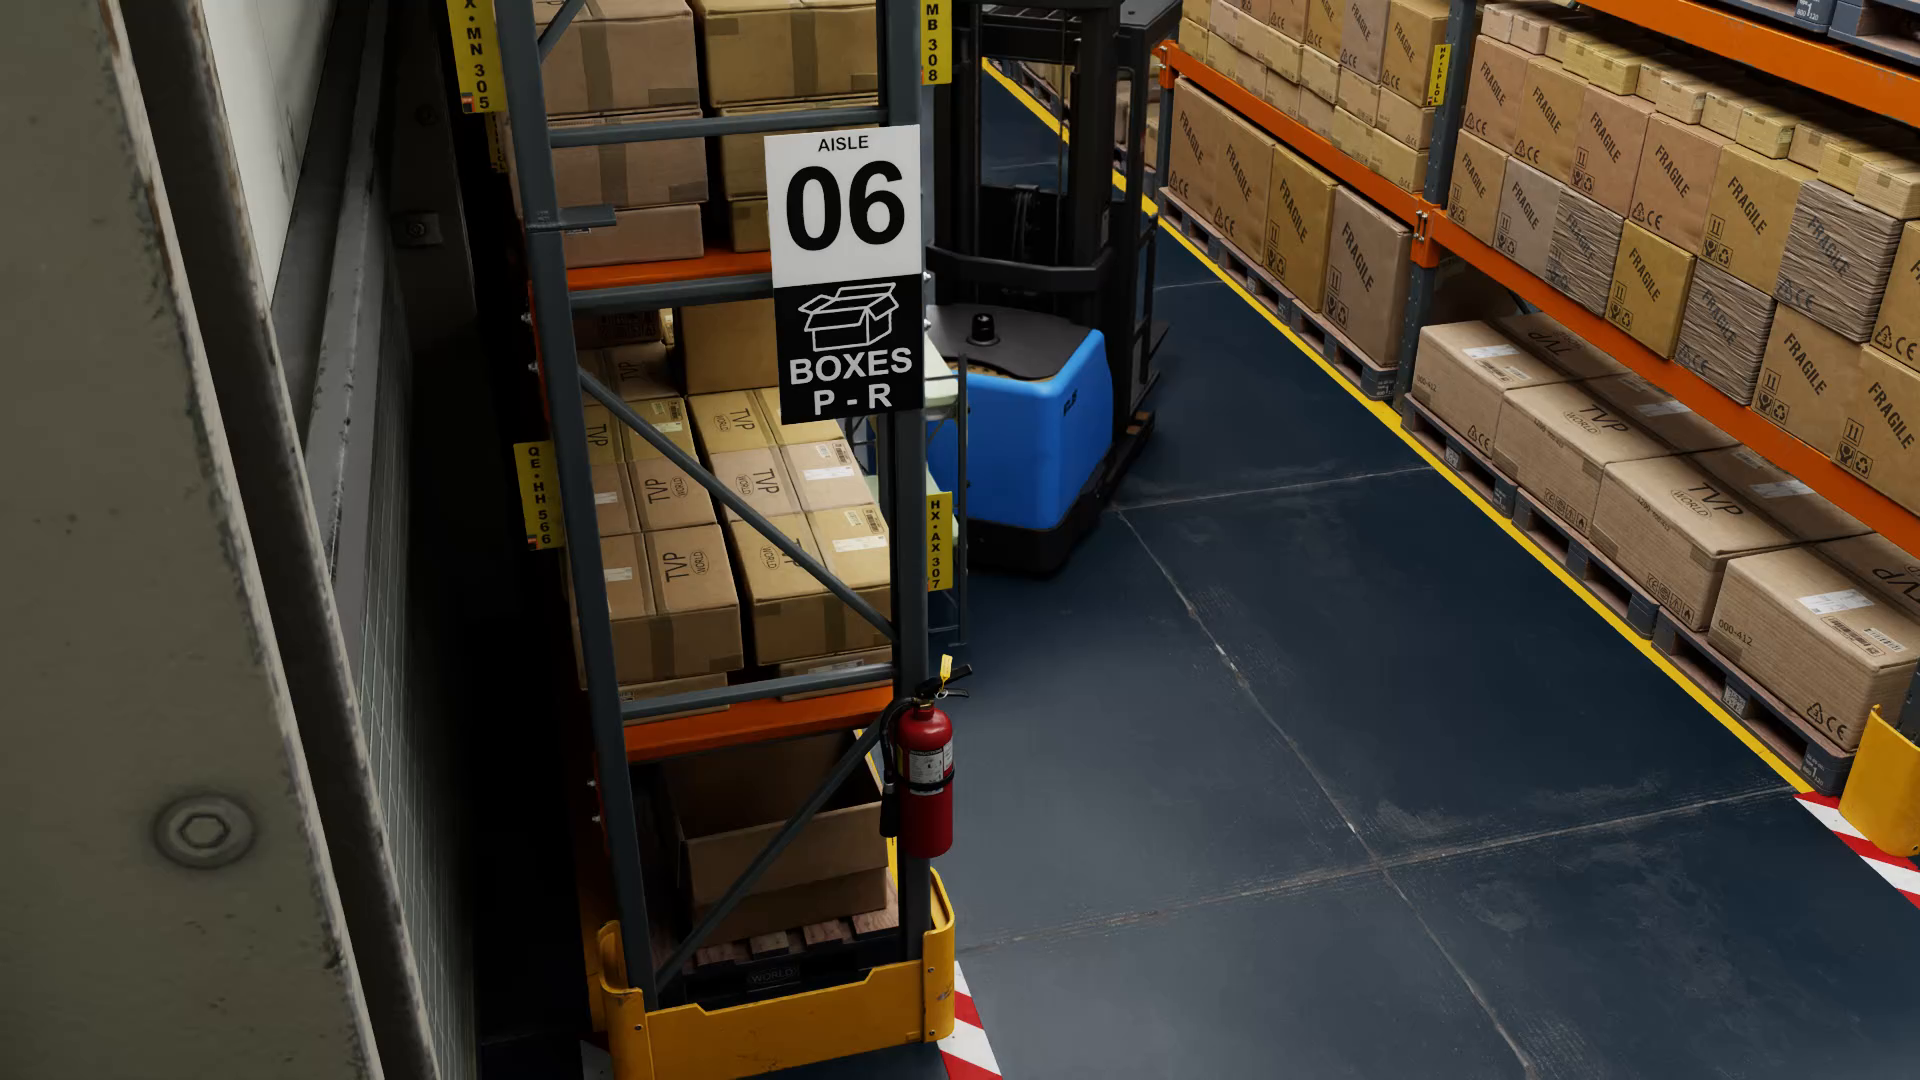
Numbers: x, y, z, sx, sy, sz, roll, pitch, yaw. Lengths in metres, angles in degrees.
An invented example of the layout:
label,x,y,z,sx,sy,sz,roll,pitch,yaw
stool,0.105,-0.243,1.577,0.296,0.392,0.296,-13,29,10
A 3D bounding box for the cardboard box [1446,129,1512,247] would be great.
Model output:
label,x,y,z,sx,sy,sz,roll,pitch,yaw
cardboard box,3.002,-1.921,8.974,0.500,0.500,0.500,-7,31,-12

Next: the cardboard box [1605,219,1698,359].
label,x,y,z,sx,sy,sz,roll,pitch,yaw
cardboard box,3.394,-1.187,7.707,0.500,0.500,0.500,-7,31,-12

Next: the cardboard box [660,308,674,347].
label,x,y,z,sx,sy,sz,roll,pitch,yaw
cardboard box,-1.017,-0.845,7.068,0.500,0.250,0.500,-8,31,-14

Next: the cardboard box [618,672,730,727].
label,x,y,z,sx,sy,sz,roll,pitch,yaw
cardboard box,-0.940,0.439,5.248,0.380,0.149,0.250,-8,31,-14

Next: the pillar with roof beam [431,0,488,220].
label,x,y,z,sx,sy,sz,roll,pitch,yaw
pillar with roof beam,0.219,-7.088,12.012,9.100,9.000,0.400,-8,31,-13

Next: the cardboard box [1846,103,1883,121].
label,x,y,z,sx,sy,sz,roll,pitch,yaw
cardboard box,4.034,-1.800,7.121,0.380,0.149,0.250,-8,31,-13

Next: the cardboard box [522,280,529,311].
label,x,y,z,sx,sy,sz,roll,pitch,yaw
cardboard box,-2.332,-1.272,10.029,0.500,0.500,0.500,-9,31,-16

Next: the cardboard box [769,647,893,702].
label,x,y,z,sx,sy,sz,roll,pitch,yaw
cardboard box,-0.416,0.368,5.370,0.380,0.149,0.250,-8,31,-14

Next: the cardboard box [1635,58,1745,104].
label,x,y,z,sx,sy,sz,roll,pitch,yaw
cardboard box,3.351,-2.098,7.635,0.380,0.149,0.250,-8,31,-13

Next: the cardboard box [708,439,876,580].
label,x,y,z,sx,sy,sz,roll,pitch,yaw
cardboard box,-0.588,-0.107,5.794,0.500,0.250,0.500,-8,31,-13

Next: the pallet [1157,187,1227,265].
label,x,y,z,sx,sy,sz,roll,pitch,yaw
pallet,2.205,-2.473,12.812,1.003,0.211,1.213,-8,31,-13

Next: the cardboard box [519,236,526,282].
label,x,y,z,sx,sy,sz,roll,pitch,yaw
cardboard box,-1.783,-1.266,7.795,0.500,0.250,0.500,-8,31,-14

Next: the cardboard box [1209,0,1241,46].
label,x,y,z,sx,sy,sz,roll,pitch,yaw
cardboard box,2.101,-3.695,11.790,0.500,0.250,0.500,-7,31,-12

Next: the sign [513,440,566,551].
label,x,y,z,sx,sy,sz,roll,pitch,yaw
sign,-1.133,-0.119,4.490,0.100,0.325,0.005,-8,31,-13

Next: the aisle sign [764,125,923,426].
label,x,y,z,sx,sy,sz,roll,pitch,yaw
aisle sign,-0.292,-0.676,4.329,0.394,0.787,0.004,-8,31,-13

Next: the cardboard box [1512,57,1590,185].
label,x,y,z,sx,sy,sz,roll,pitch,yaw
cardboard box,3.151,-2.108,8.299,0.500,0.500,0.500,-8,31,-14

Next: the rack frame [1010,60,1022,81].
label,x,y,z,sx,sy,sz,roll,pitch,yaw
rack frame,1.007,-6.003,16.126,1.000,3.000,0.127,-8,31,-13

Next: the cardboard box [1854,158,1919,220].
label,x,y,z,sx,sy,sz,roll,pitch,yaw
cardboard box,3.663,-1.343,6.331,0.380,0.149,0.250,-8,31,-14

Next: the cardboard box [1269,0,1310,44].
label,x,y,z,sx,sy,sz,roll,pitch,yaw
cardboard box,2.358,-3.542,10.777,0.500,0.500,0.500,-7,31,-12

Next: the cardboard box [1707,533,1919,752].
label,x,y,z,sx,sy,sz,roll,pitch,yaw
cardboard box,3.920,0.415,7.178,0.875,0.438,0.875,-9,31,-15

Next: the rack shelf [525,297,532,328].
label,x,y,z,sx,sy,sz,roll,pitch,yaw
rack shelf,-2.185,-2.132,10.157,1.077,0.370,4.000,-8,31,-13

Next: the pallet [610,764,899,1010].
label,x,y,z,sx,sy,sz,roll,pitch,yaw
pallet,-0.826,1.240,6.397,1.003,0.211,1.213,-8,31,-13

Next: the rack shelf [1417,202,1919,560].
label,x,y,z,sx,sy,sz,roll,pitch,yaw
rack shelf,3.661,-0.861,7.962,1.077,0.370,4.000,-8,31,-13

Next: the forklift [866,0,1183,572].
label,x,y,z,sx,sy,sz,roll,pitch,yaw
forklift,0.505,-1.831,8.987,1.130,2.935,3.031,11,32,18

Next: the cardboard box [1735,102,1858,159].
label,x,y,z,sx,sy,sz,roll,pitch,yaw
cardboard box,3.512,-1.719,6.981,0.380,0.149,0.250,-7,31,-12

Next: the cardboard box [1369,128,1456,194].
label,x,y,z,sx,sy,sz,roll,pitch,yaw
cardboard box,2.768,-2.257,9.805,0.500,0.250,0.500,-9,31,-14

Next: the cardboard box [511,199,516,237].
label,x,y,z,sx,sy,sz,roll,pitch,yaw
cardboard box,-2.763,-2.028,11.336,0.500,0.500,0.500,-8,31,-13

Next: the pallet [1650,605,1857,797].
label,x,y,z,sx,sy,sz,roll,pitch,yaw
pallet,3.904,0.624,7.461,1.003,0.211,1.213,-8,31,-13

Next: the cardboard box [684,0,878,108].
label,x,y,z,sx,sy,sz,roll,pitch,yaw
cardboard box,-0.469,-1.371,4.484,0.500,0.250,0.500,-8,31,-14

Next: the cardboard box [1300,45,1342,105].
label,x,y,z,sx,sy,sz,roll,pitch,yaw
cardboard box,2.496,-2.961,10.521,0.500,0.250,0.500,-7,31,-12

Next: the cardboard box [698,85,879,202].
label,x,y,z,sx,sy,sz,roll,pitch,yaw
cardboard box,-0.447,-1.158,4.614,0.500,0.250,0.500,-8,31,-14

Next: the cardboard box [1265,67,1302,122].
label,x,y,z,sx,sy,sz,roll,pitch,yaw
cardboard box,2.377,-2.998,11.085,0.500,0.250,0.500,-8,31,-13

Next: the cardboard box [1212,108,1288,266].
label,x,y,z,sx,sy,sz,roll,pitch,yaw
cardboard box,2.404,-2.557,11.875,0.875,0.875,0.875,-7,31,-13

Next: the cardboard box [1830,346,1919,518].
label,x,y,z,sx,sy,sz,roll,pitch,yaw
cardboard box,3.809,-0.448,6.430,0.500,0.500,0.500,-8,31,-13

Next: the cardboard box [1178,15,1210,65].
label,x,y,z,sx,sy,sz,roll,pitch,yaw
cardboard box,1.956,-3.736,12.360,0.500,0.250,0.500,-8,31,-14

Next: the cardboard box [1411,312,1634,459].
label,x,y,z,sx,sy,sz,roll,pitch,yaw
cardboard box,3.193,-0.894,9.439,0.875,0.438,0.875,-8,31,-14

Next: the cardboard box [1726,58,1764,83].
label,x,y,z,sx,sy,sz,roll,pitch,yaw
cardboard box,3.797,-2.163,7.748,0.380,0.149,0.250,-8,31,-14

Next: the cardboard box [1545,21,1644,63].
label,x,y,z,sx,sy,sz,roll,pitch,yaw
cardboard box,3.156,-2.469,8.276,0.380,0.149,0.250,-8,31,-14

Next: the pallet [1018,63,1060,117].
label,x,y,z,sx,sy,sz,roll,pitch,yaw
pallet,1.215,-4.420,16.176,1.003,0.211,1.213,-8,31,-13

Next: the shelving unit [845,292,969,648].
label,x,y,z,sx,sy,sz,roll,pitch,yaw
shelving unit,-0.262,-0.305,7.780,0.431,1.500,0.755,-8,31,-13

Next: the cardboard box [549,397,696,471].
label,x,y,z,sx,sy,sz,roll,pitch,yaw
cardboard box,-1.233,-0.285,6.101,0.500,0.250,0.500,-7,31,-12

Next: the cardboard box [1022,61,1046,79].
label,x,y,z,sx,sy,sz,roll,pitch,yaw
cardboard box,1.148,-4.794,16.242,0.950,0.372,0.625,-7,31,-13

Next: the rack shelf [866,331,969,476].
label,x,y,z,sx,sy,sz,roll,pitch,yaw
rack shelf,-0.262,-0.643,7.584,0.431,0.370,0.720,-8,31,-13

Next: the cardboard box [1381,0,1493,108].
label,x,y,z,sx,sy,sz,roll,pitch,yaw
cardboard box,2.769,-2.797,9.490,0.500,0.500,0.500,-7,31,-12

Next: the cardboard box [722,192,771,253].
label,x,y,z,sx,sy,sz,roll,pitch,yaw
cardboard box,-0.453,-0.919,4.601,0.380,0.149,0.250,-7,31,-12

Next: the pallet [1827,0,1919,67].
label,x,y,z,sx,sy,sz,roll,pitch,yaw
pallet,3.985,-1.824,6.001,1.003,0.211,1.213,-8,31,-13

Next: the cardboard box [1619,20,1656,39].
label,x,y,z,sx,sy,sz,roll,pitch,yaw
cardboard box,3.541,-2.526,8.374,0.380,0.149,0.250,-8,31,-13

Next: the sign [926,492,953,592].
label,x,y,z,sx,sy,sz,roll,pitch,yaw
sign,-0.070,0.008,4.878,0.100,0.325,0.005,-8,31,-13

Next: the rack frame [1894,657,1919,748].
label,x,y,z,sx,sy,sz,roll,pitch,yaw
rack frame,4.192,-0.207,6.113,1.000,3.000,0.127,-8,31,-13

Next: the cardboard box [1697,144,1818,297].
label,x,y,z,sx,sy,sz,roll,pitch,yaw
cardboard box,3.539,-1.372,7.028,0.500,0.500,0.500,-8,31,-14

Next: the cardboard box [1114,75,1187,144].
label,x,y,z,sx,sy,sz,roll,pitch,yaw
cardboard box,1.724,-3.745,14.429,0.950,0.372,0.625,-8,31,-14
